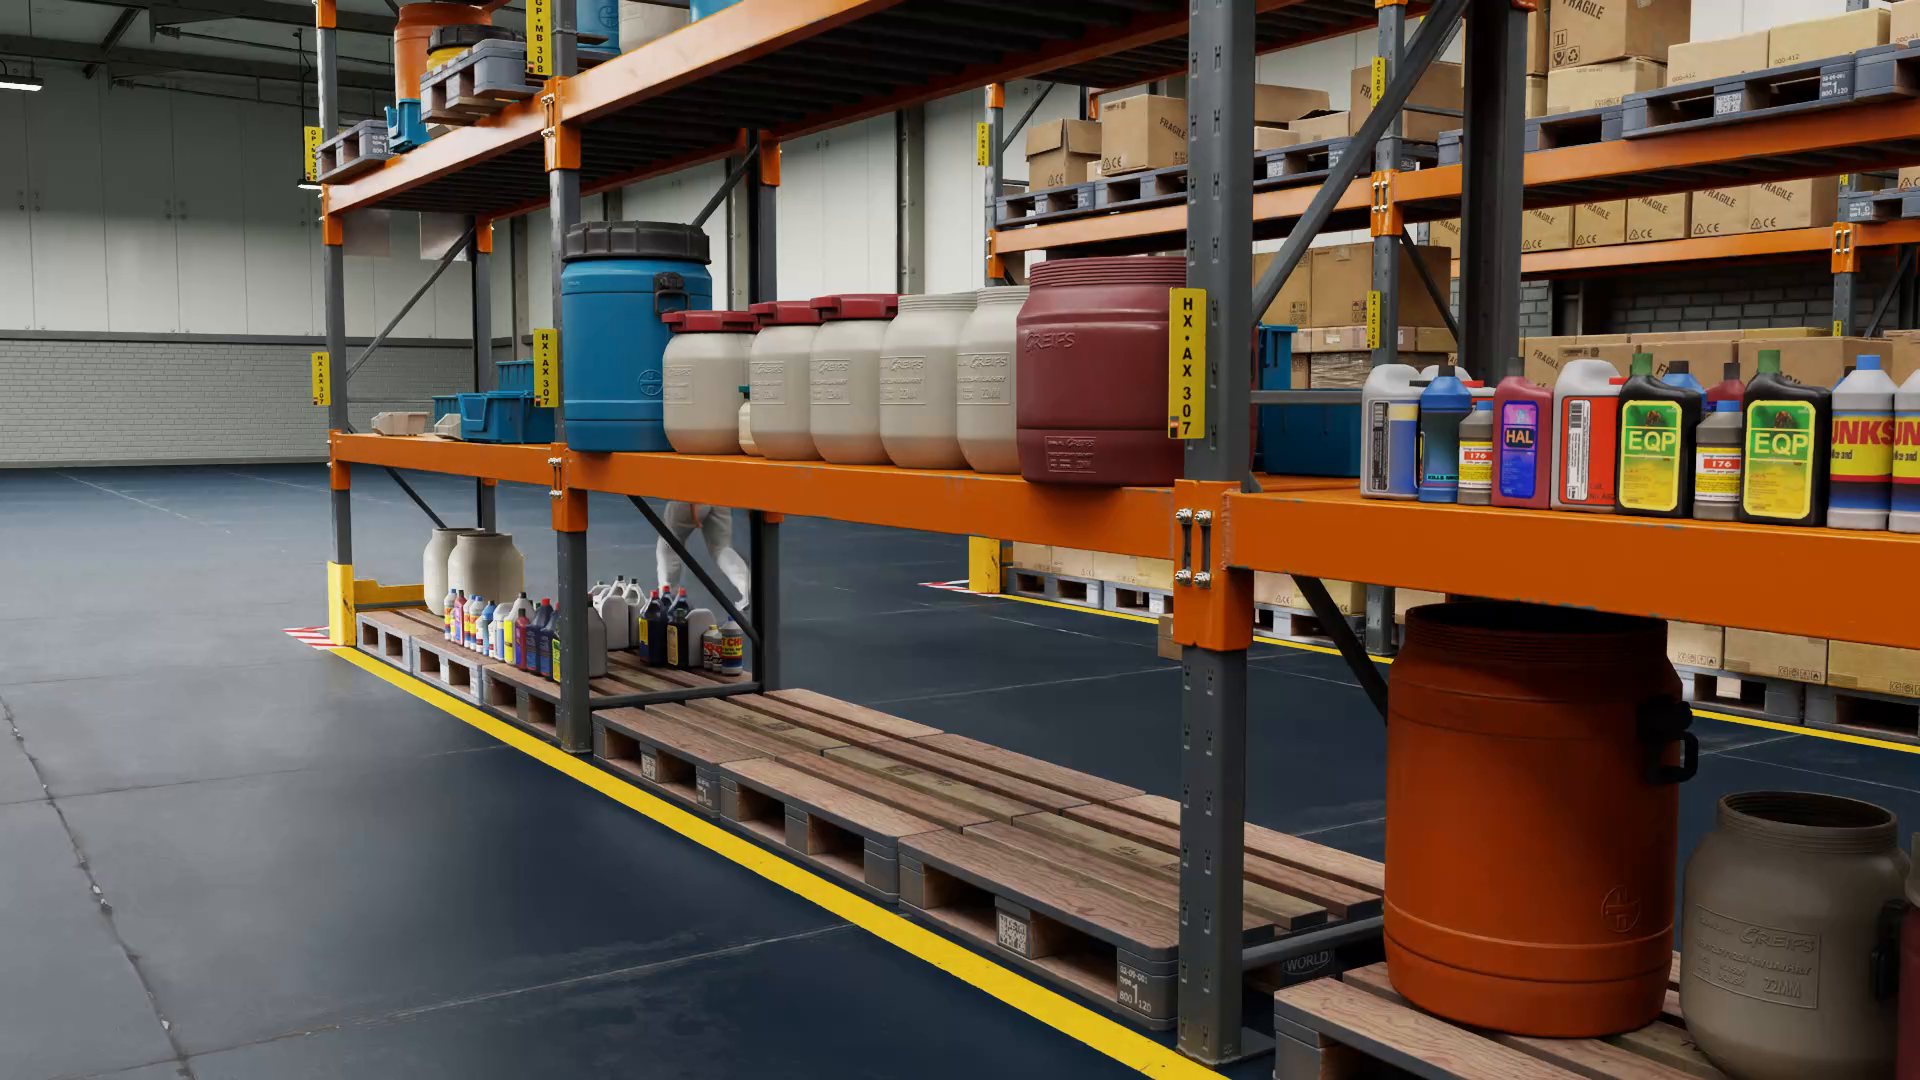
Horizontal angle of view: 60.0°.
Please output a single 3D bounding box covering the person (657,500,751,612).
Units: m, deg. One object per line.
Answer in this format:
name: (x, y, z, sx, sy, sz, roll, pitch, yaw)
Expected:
person: (-1.753, -0.275, 11.283, 0.957, 1.616, 0.469, 4, 6, 36)
